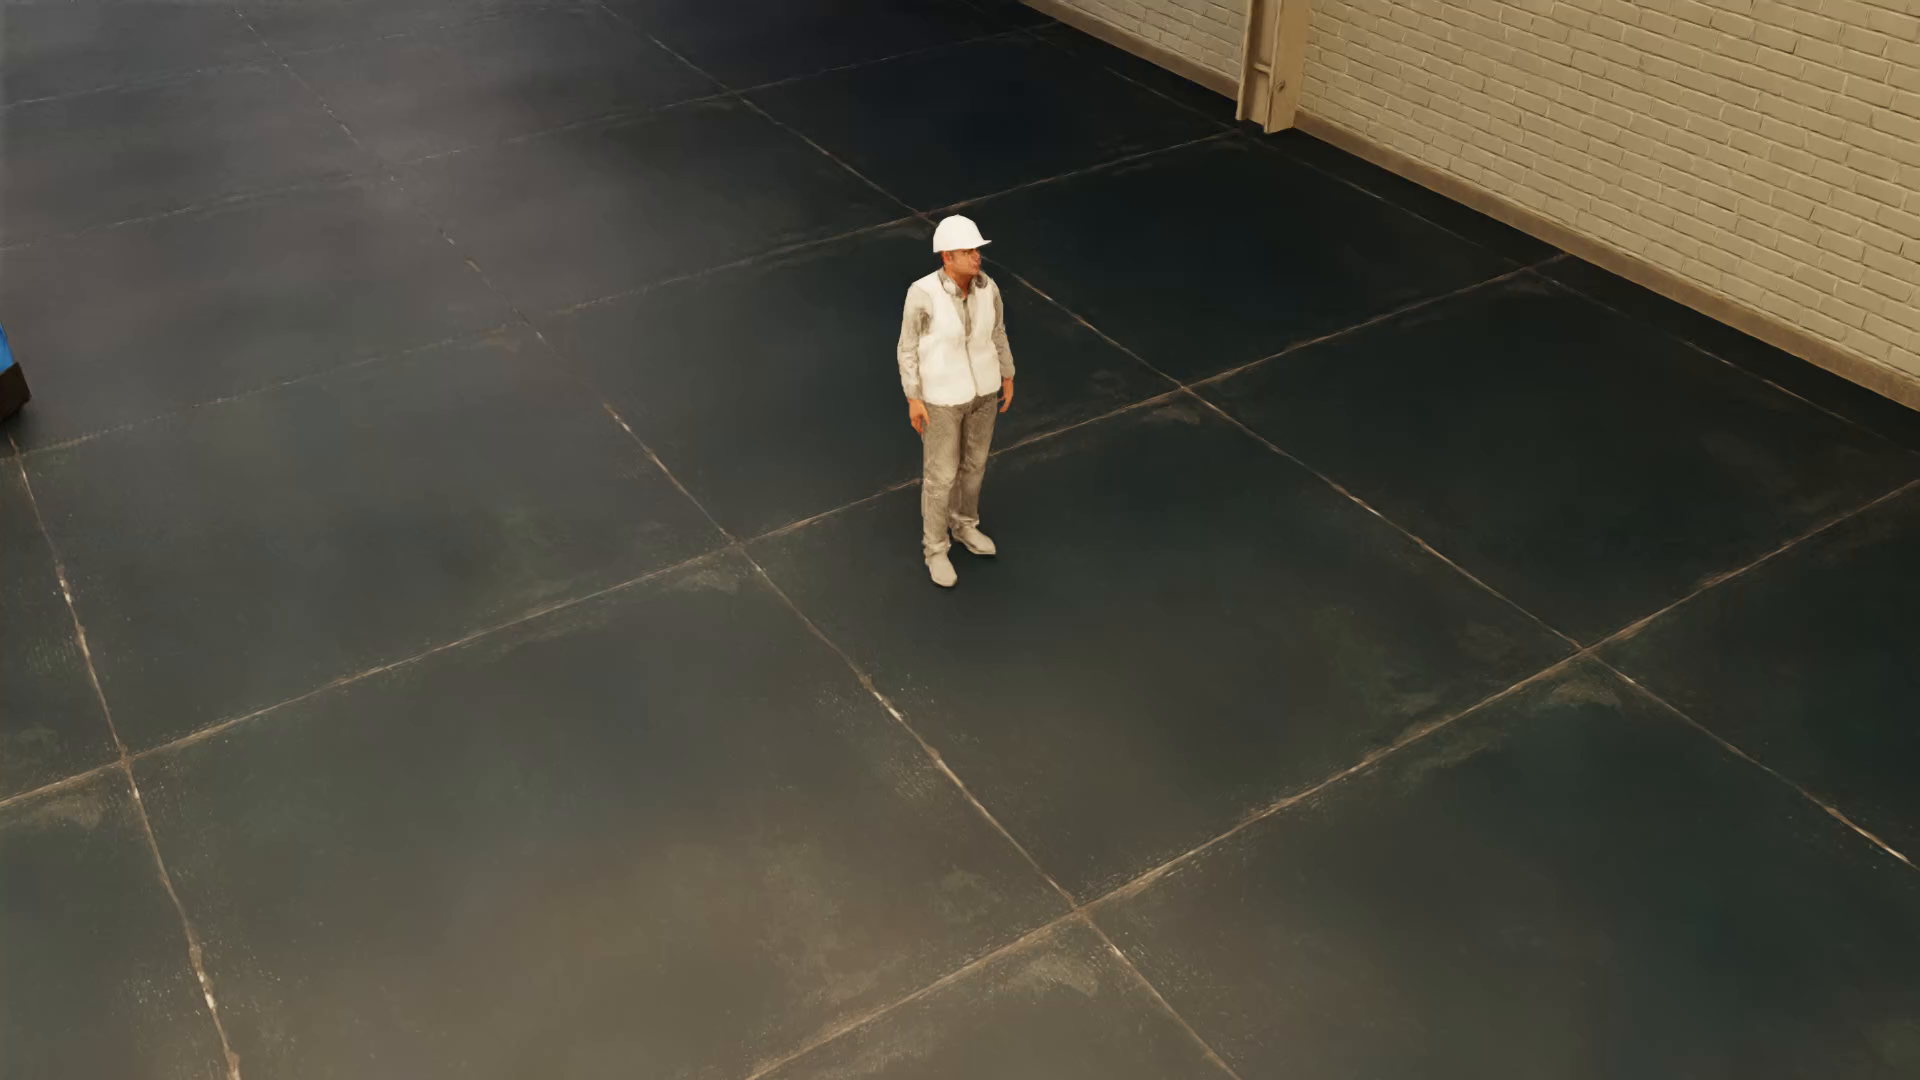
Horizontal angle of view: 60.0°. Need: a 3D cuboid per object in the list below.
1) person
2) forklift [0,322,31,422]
[{"bbox_3d":[0.027,-0.699,8.137,0.632,1.773,0.567,-21,40,-27],"label":"person"},{"bbox_3d":[-7.021,-1.864,8.800,3.031,2.935,1.130,6,35,8],"label":"forklift"}]
